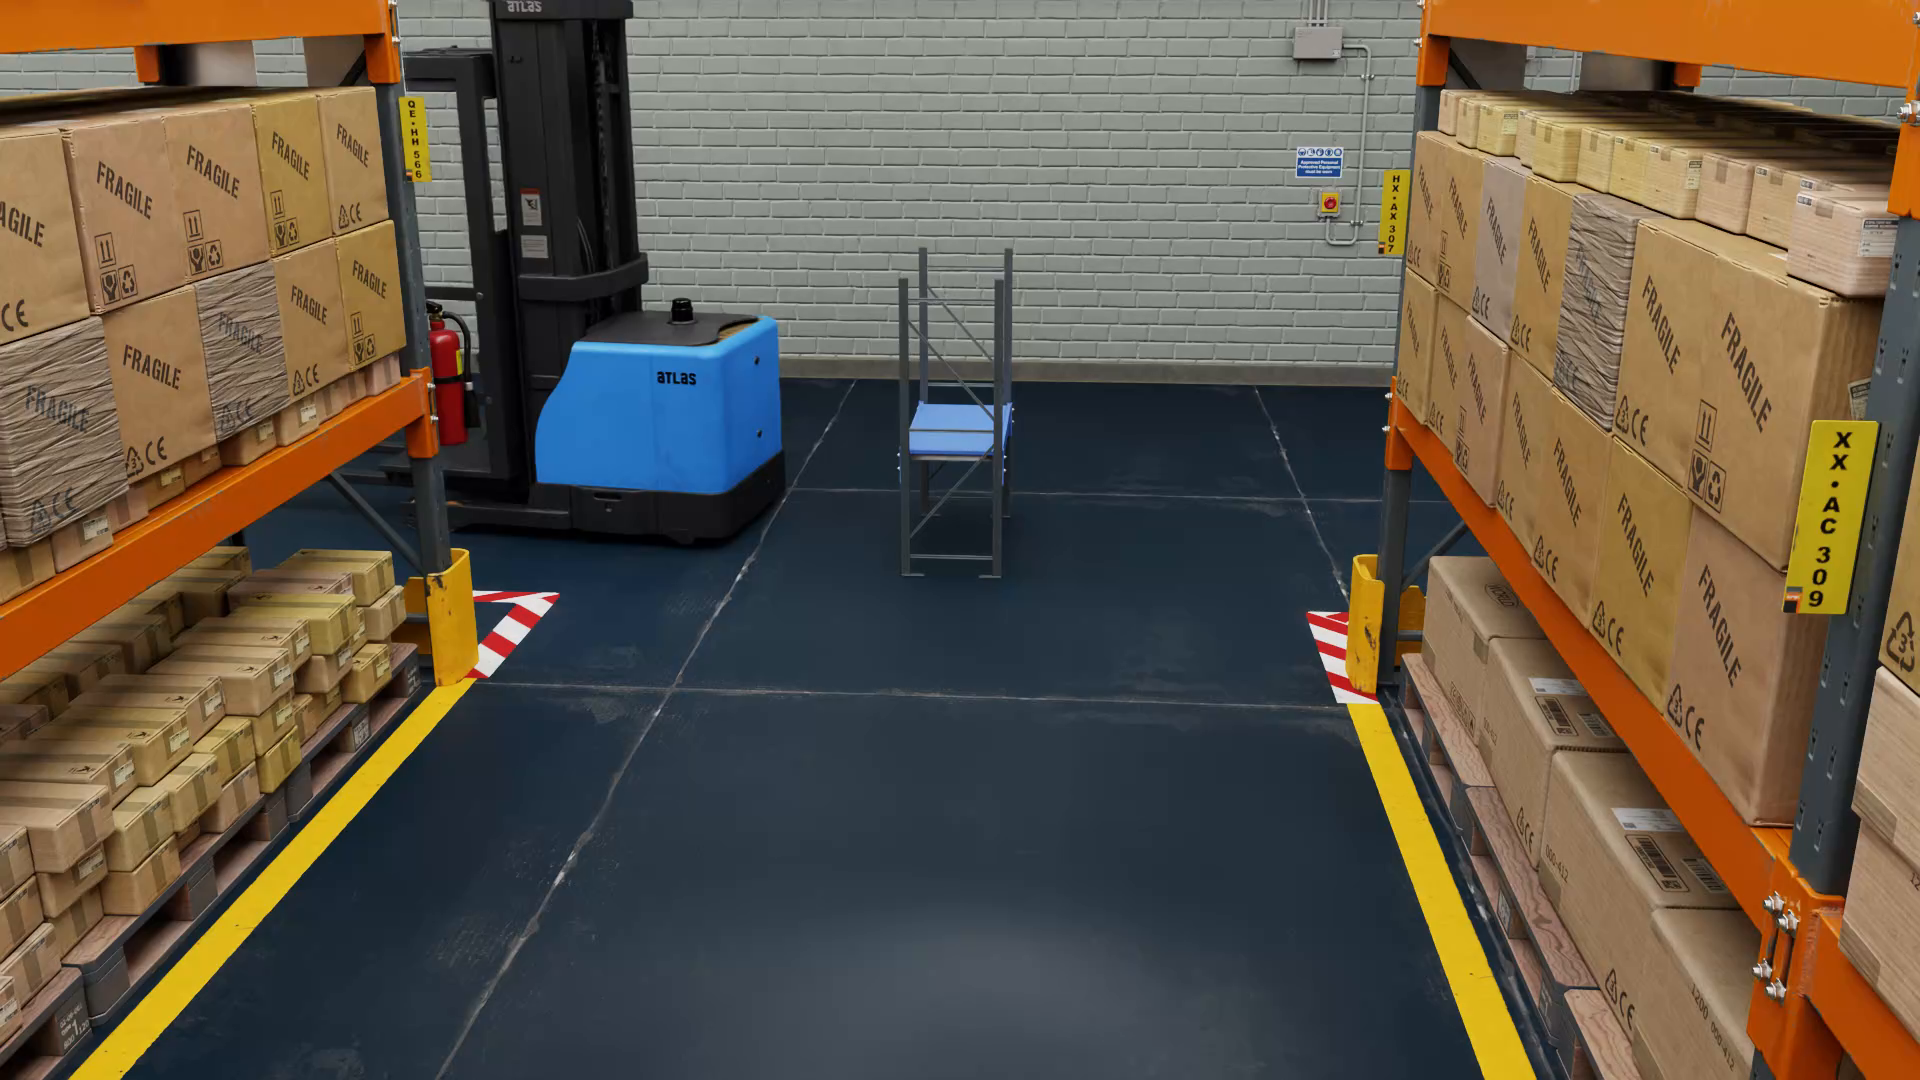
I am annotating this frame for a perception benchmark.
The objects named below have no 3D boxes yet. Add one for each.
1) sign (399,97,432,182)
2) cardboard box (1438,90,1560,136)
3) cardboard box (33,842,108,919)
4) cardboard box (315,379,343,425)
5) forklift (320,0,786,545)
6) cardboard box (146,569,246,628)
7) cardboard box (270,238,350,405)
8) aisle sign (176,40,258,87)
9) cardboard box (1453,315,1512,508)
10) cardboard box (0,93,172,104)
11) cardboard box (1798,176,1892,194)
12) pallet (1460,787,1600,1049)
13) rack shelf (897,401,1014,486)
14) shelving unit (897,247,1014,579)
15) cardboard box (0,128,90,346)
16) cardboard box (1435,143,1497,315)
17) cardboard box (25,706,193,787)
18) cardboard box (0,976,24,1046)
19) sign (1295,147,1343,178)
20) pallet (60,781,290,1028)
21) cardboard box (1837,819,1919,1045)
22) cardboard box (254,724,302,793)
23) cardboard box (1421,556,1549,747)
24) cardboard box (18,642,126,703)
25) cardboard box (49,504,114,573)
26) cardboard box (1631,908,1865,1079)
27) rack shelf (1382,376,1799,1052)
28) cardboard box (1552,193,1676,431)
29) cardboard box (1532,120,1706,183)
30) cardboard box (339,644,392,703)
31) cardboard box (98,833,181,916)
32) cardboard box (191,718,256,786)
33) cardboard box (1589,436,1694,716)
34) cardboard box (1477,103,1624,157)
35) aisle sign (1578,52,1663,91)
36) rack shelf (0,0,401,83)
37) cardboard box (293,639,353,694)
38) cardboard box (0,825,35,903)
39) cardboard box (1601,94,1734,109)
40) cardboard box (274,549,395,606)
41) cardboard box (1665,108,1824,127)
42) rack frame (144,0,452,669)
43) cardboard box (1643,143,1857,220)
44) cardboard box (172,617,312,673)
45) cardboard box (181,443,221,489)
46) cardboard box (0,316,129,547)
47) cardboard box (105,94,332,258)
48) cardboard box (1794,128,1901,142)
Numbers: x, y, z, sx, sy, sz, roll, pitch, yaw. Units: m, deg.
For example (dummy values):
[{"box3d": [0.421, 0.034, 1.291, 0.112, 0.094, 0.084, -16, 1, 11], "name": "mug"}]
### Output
[{"box3d": [-2.145, -1.576, 6.550, 0.100, 0.325, 0.005, 1, 18, 4], "name": "sign"}, {"box3d": [1.946, -1.542, 6.005, 0.380, 0.149, 0.250, 2, 18, 5], "name": "cardboard box"}, {"box3d": [-2.663, 0.930, 4.693, 0.380, 0.149, 0.250, 2, 18, 6], "name": "cardboard box"}, {"box3d": [-2.497, -0.513, 6.075, 0.380, 0.149, 0.250, 1, 18, 3], "name": "cardboard box"}, {"box3d": [-2.578, -1.592, 9.074, 3.031, 2.935, 1.130, 4, 19, 13], "name": "forklift"}, {"box3d": [-2.973, 0.221, 6.379, 0.380, 0.149, 0.250, 2, 18, 5], "name": "cardboard box"}, {"box3d": [-2.514, -0.778, 5.843, 0.500, 0.500, 0.500, 1, 18, 3], "name": "cardboard box"}, {"box3d": [-2.991, -2.159, 6.521, 0.394, 0.787, 0.004, 1, 18, 4], "name": "aisle sign"}, {"box3d": [1.864, -0.405, 5.181, 0.500, 0.500, 0.500, 1, 18, 4], "name": "cardboard box"}, {"box3d": [-3.024, -1.268, 5.732, 0.500, 0.500, 0.500, 2, 18, 6], "name": "cardboard box"}, {"box3d": [1.793, -0.586, 3.087, 0.380, 0.149, 0.250, 2, 18, 5], "name": "cardboard box"}, {"box3d": [2.178, 1.138, 5.112, 1.003, 0.211, 1.213, 1, 18, 4], "name": "pallet"}, {"box3d": [-0.006, -0.515, 8.665, 0.538, 0.185, 1.000, 1, 18, 4], "name": "rack shelf"}, {"box3d": [-0.006, -0.686, 8.609, 0.538, 1.500, 1.048, 1, 18, 4], "name": "shelving unit"}, {"box3d": [-2.619, -0.768, 4.206, 0.500, 0.500, 0.500, 2, 18, 5], "name": "cardboard box"}, {"box3d": [1.899, -1.035, 5.498, 0.500, 0.500, 0.500, 1, 18, 2], "name": "cardboard box"}, {"box3d": [-2.615, 0.633, 5.123, 0.380, 0.149, 0.250, 1, 18, 4], "name": "cardboard box"}, {"box3d": [-2.652, 1.236, 4.238, 0.380, 0.149, 0.250, 1, 18, 4], "name": "cardboard box"}, {"box3d": [2.585, -2.716, 11.960, 0.327, 0.218, 0.001, 1, 18, 4], "name": "sign"}, {"box3d": [-2.886, 1.083, 5.277, 1.003, 0.211, 1.213, 1, 18, 4], "name": "pallet"}, {"box3d": [1.666, 0.629, 2.428, 0.500, 0.250, 0.500, 1, 18, 3], "name": "cardboard box"}, {"box3d": [-2.509, 0.749, 5.725, 0.380, 0.149, 0.250, 0, 18, 1], "name": "cardboard box"}, {"box3d": [2.300, 0.410, 6.296, 0.875, 0.438, 0.875, 1, 18, 2], "name": "cardboard box"}, {"box3d": [-3.083, 0.461, 5.646, 0.380, 0.149, 0.250, 2, 18, 6], "name": "cardboard box"}, {"box3d": [-2.591, -0.024, 4.582, 0.380, 0.149, 0.250, 2, 18, 6], "name": "cardboard box"}, {"box3d": [2.113, 1.252, 3.725, 0.875, 0.438, 0.875, 1, 18, 3], "name": "cardboard box"}, {"box3d": [2.104, 0.147, 4.811, 1.077, 0.370, 4.000, 1, 18, 4], "name": "rack shelf"}, {"box3d": [1.791, -0.564, 4.062, 0.500, 0.500, 0.500, 2, 18, 5], "name": "cardboard box"}, {"box3d": [1.793, -1.062, 4.538, 0.380, 0.149, 0.250, 1, 18, 3], "name": "cardboard box"}, {"box3d": [-2.444, 0.511, 6.451, 0.380, 0.149, 0.250, 2, 18, 6], "name": "cardboard box"}, {"box3d": [-2.585, 0.993, 4.979, 0.380, 0.149, 0.250, 1, 18, 2], "name": "cardboard box"}, {"box3d": [-2.547, 0.691, 5.423, 0.380, 0.149, 0.250, 2, 18, 7], "name": "cardboard box"}, {"box3d": [1.771, 0.070, 3.733, 0.500, 0.500, 0.500, 1, 18, 3], "name": "cardboard box"}, {"box3d": [1.864, -1.299, 5.262, 0.380, 0.149, 0.250, 1, 18, 2], "name": "cardboard box"}, {"box3d": [2.562, -2.066, 6.237, 0.394, 0.787, 0.004, 1, 18, 4], "name": "aisle sign"}, {"box3d": [-2.840, -1.357, 4.585, 1.077, 0.370, 4.000, 1, 18, 4], "name": "rack shelf"}, {"box3d": [-2.486, 0.451, 6.156, 0.380, 0.149, 0.250, 1, 18, 2], "name": "cardboard box"}, {"box3d": [-2.708, 0.872, 4.392, 0.380, 0.149, 0.250, 1, 18, 2], "name": "cardboard box"}, {"box3d": [2.427, -1.451, 5.726, 0.380, 0.149, 0.250, 2, 18, 5], "name": "cardboard box"}, {"box3d": [-2.482, 0.148, 6.603, 0.380, 0.149, 0.250, 1, 18, 5], "name": "cardboard box"}, {"box3d": [2.344, -1.212, 4.997, 0.380, 0.149, 0.250, 1, 18, 3], "name": "cardboard box"}, {"box3d": [-2.697, -0.895, 6.836, 1.000, 3.000, 0.127, 1, 18, 4], "name": "rack frame"}, {"box3d": [1.803, -0.821, 3.804, 0.380, 0.149, 0.250, 1, 18, 3], "name": "cardboard box"}, {"box3d": [-2.531, 0.387, 5.873, 0.380, 0.149, 0.250, 1, 18, 2], "name": "cardboard box"}, {"box3d": [-2.619, -0.270, 5.332, 0.380, 0.149, 0.250, 1, 18, 2], "name": "cardboard box"}, {"box3d": [-2.596, -0.299, 4.380, 0.500, 0.500, 0.500, 1, 18, 3], "name": "cardboard box"}, {"box3d": [-2.518, -1.254, 5.688, 0.500, 0.500, 0.500, 1, 18, 2], "name": "cardboard box"}, {"box3d": [2.370, -0.969, 4.255, 0.380, 0.149, 0.250, 1, 18, 4], "name": "cardboard box"}]
